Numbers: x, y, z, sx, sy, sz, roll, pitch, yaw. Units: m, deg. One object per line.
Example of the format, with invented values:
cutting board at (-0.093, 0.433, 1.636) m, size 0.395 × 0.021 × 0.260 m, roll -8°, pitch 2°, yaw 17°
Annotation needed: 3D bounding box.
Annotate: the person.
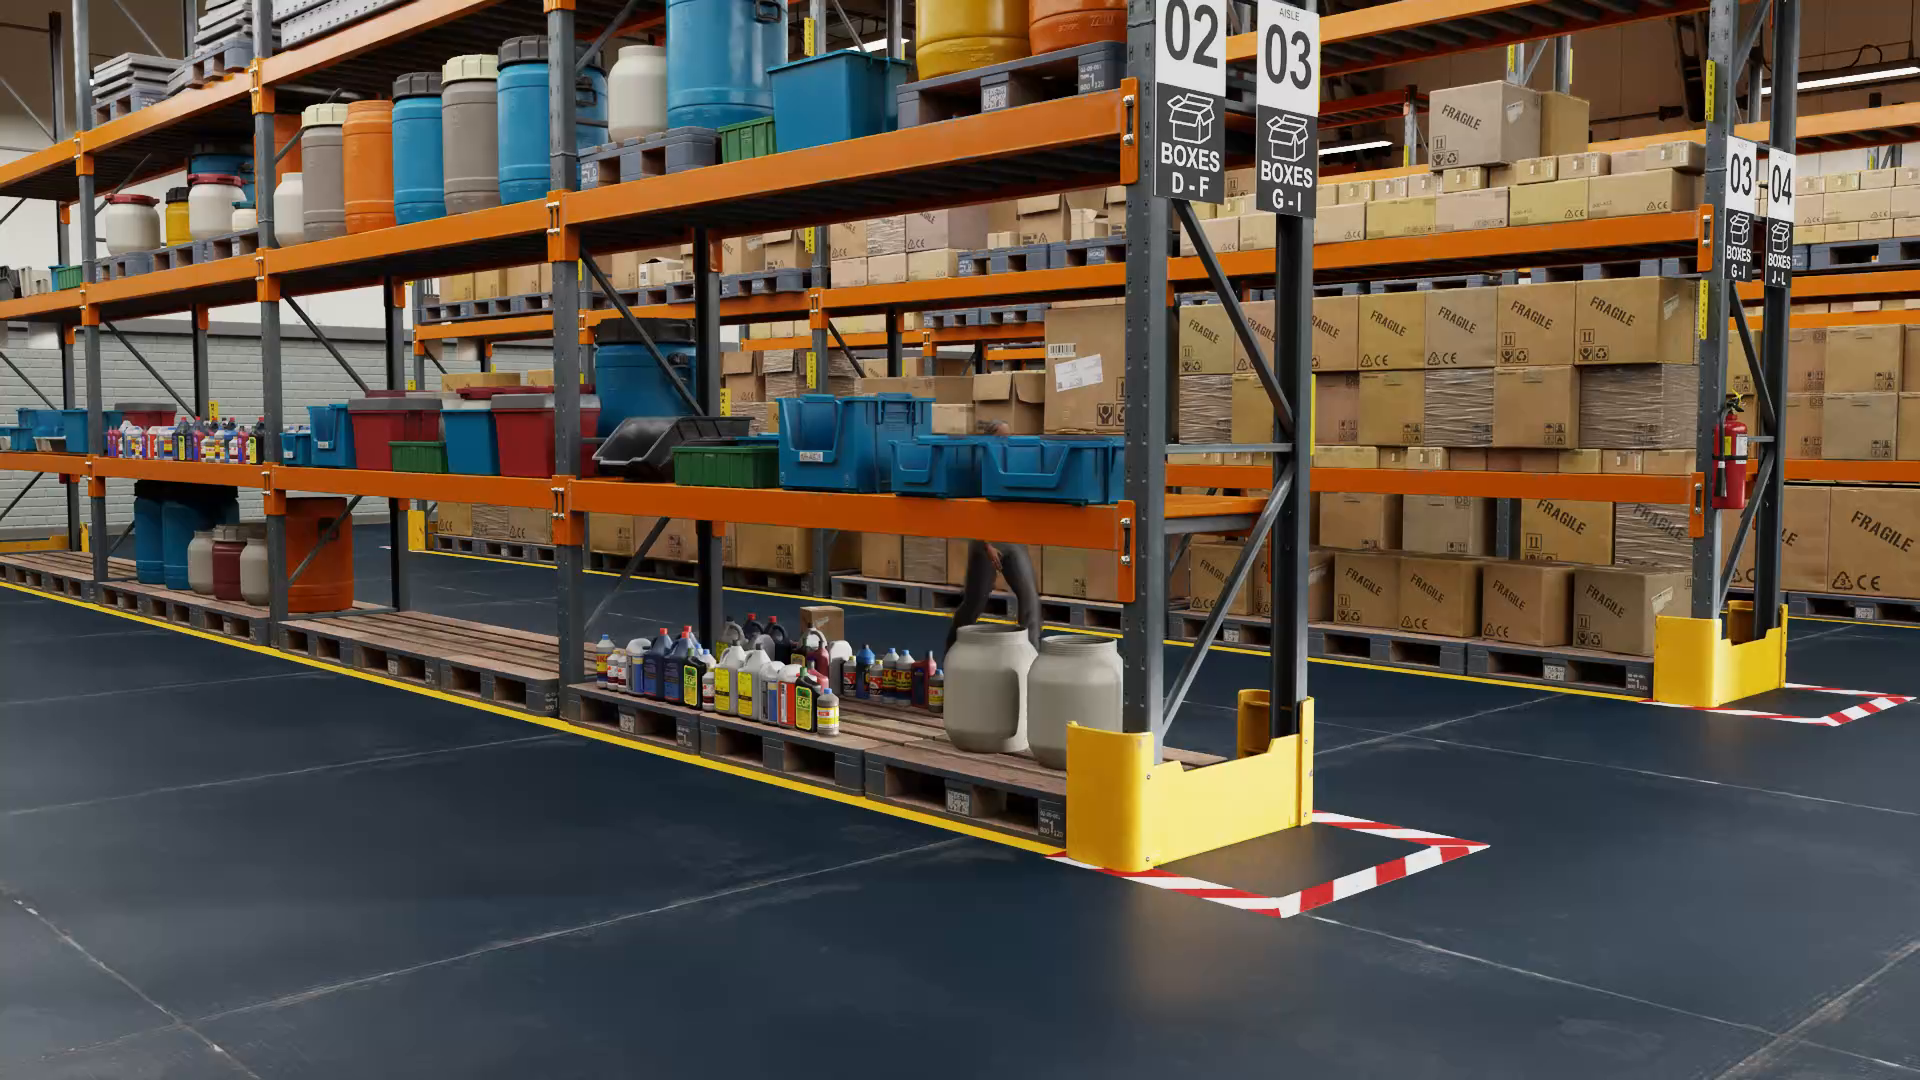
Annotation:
person at (0.238, 0.045, 10.390) m, size 0.445 × 1.599 × 1.020 m, roll -3°, pitch 5°, yaw -32°
